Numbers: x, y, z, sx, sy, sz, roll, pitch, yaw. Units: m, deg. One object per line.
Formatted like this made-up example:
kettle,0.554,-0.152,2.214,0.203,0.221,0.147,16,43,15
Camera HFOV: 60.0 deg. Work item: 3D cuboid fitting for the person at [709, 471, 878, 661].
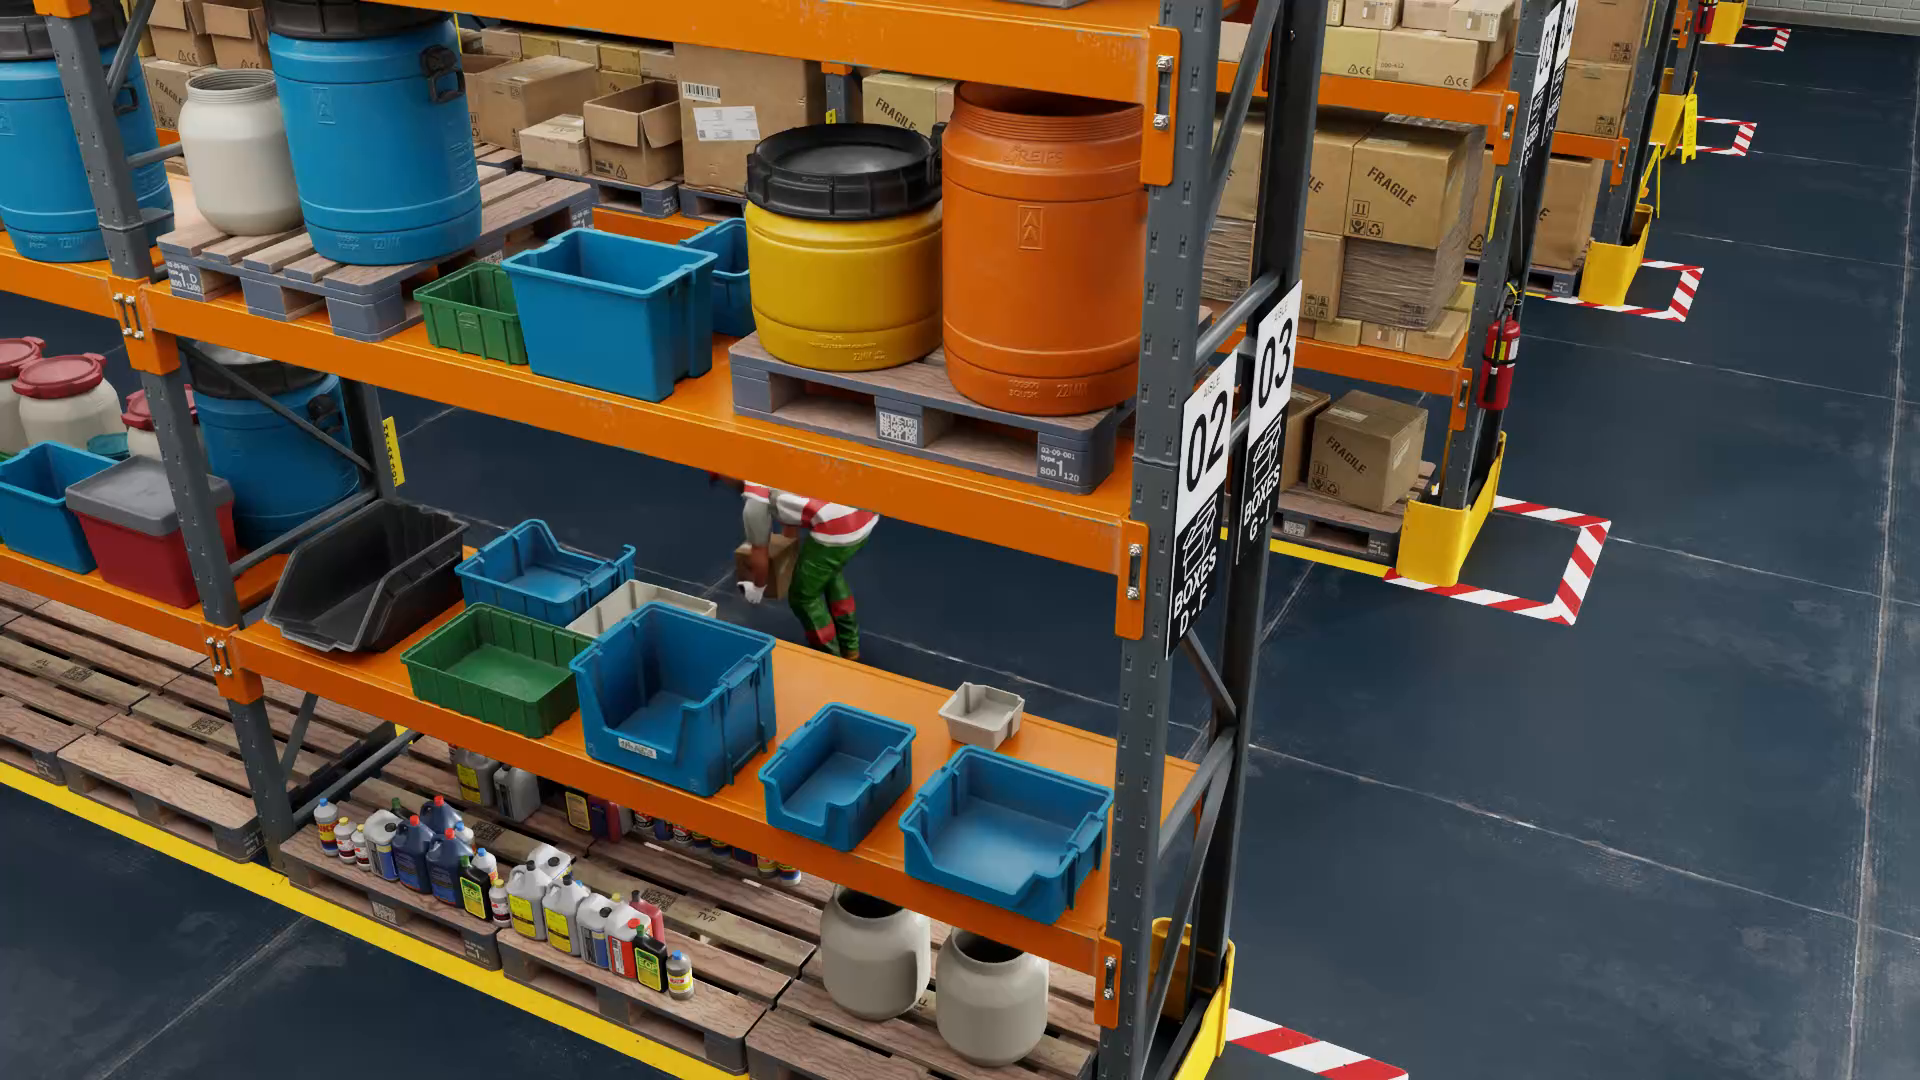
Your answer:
person,-0.882,0.094,8.676,0.949,1.218,0.489,13,32,22
